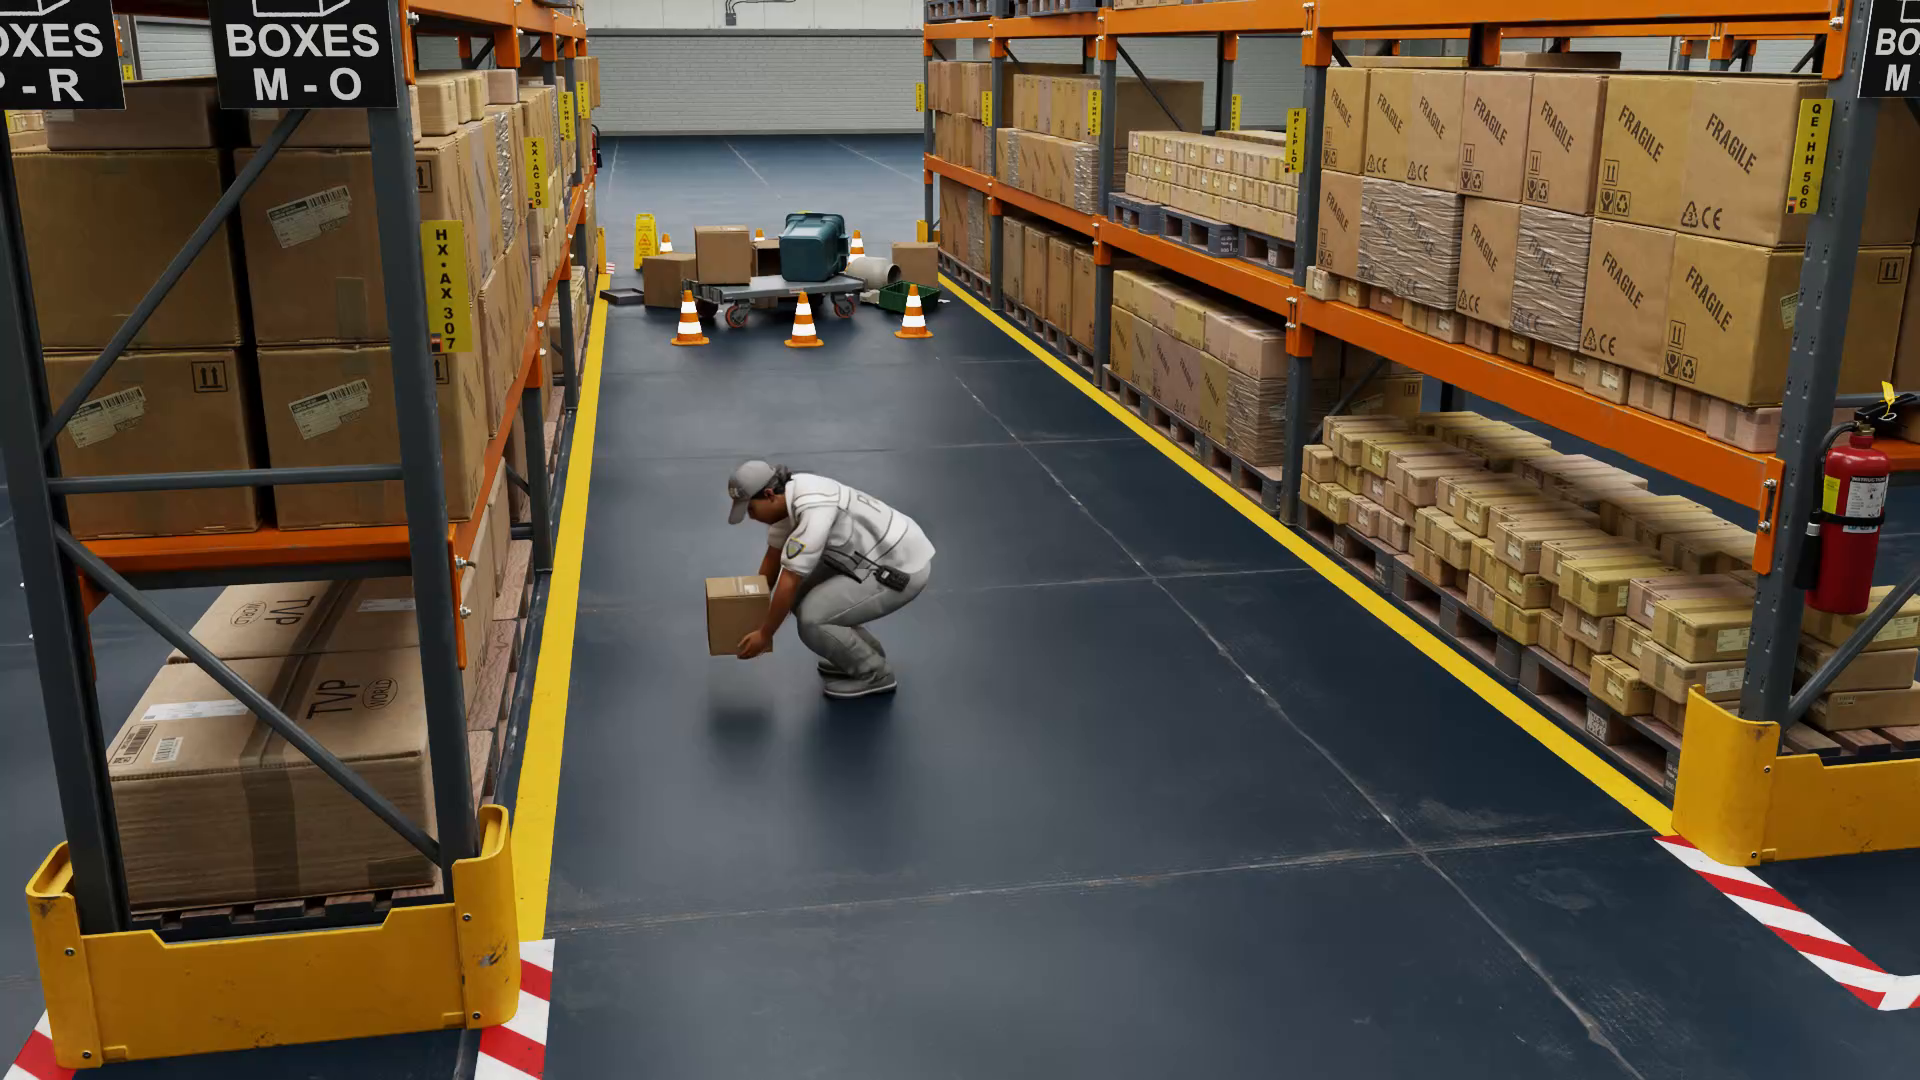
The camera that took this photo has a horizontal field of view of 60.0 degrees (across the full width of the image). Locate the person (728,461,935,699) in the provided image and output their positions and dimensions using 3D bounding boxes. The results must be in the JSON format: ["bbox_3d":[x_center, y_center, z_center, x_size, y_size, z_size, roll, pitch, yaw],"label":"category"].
[{"bbox_3d":[-0.524,0.134,6.790,0.840,0.986,0.530,-3,17,-11],"label":"person"}]
